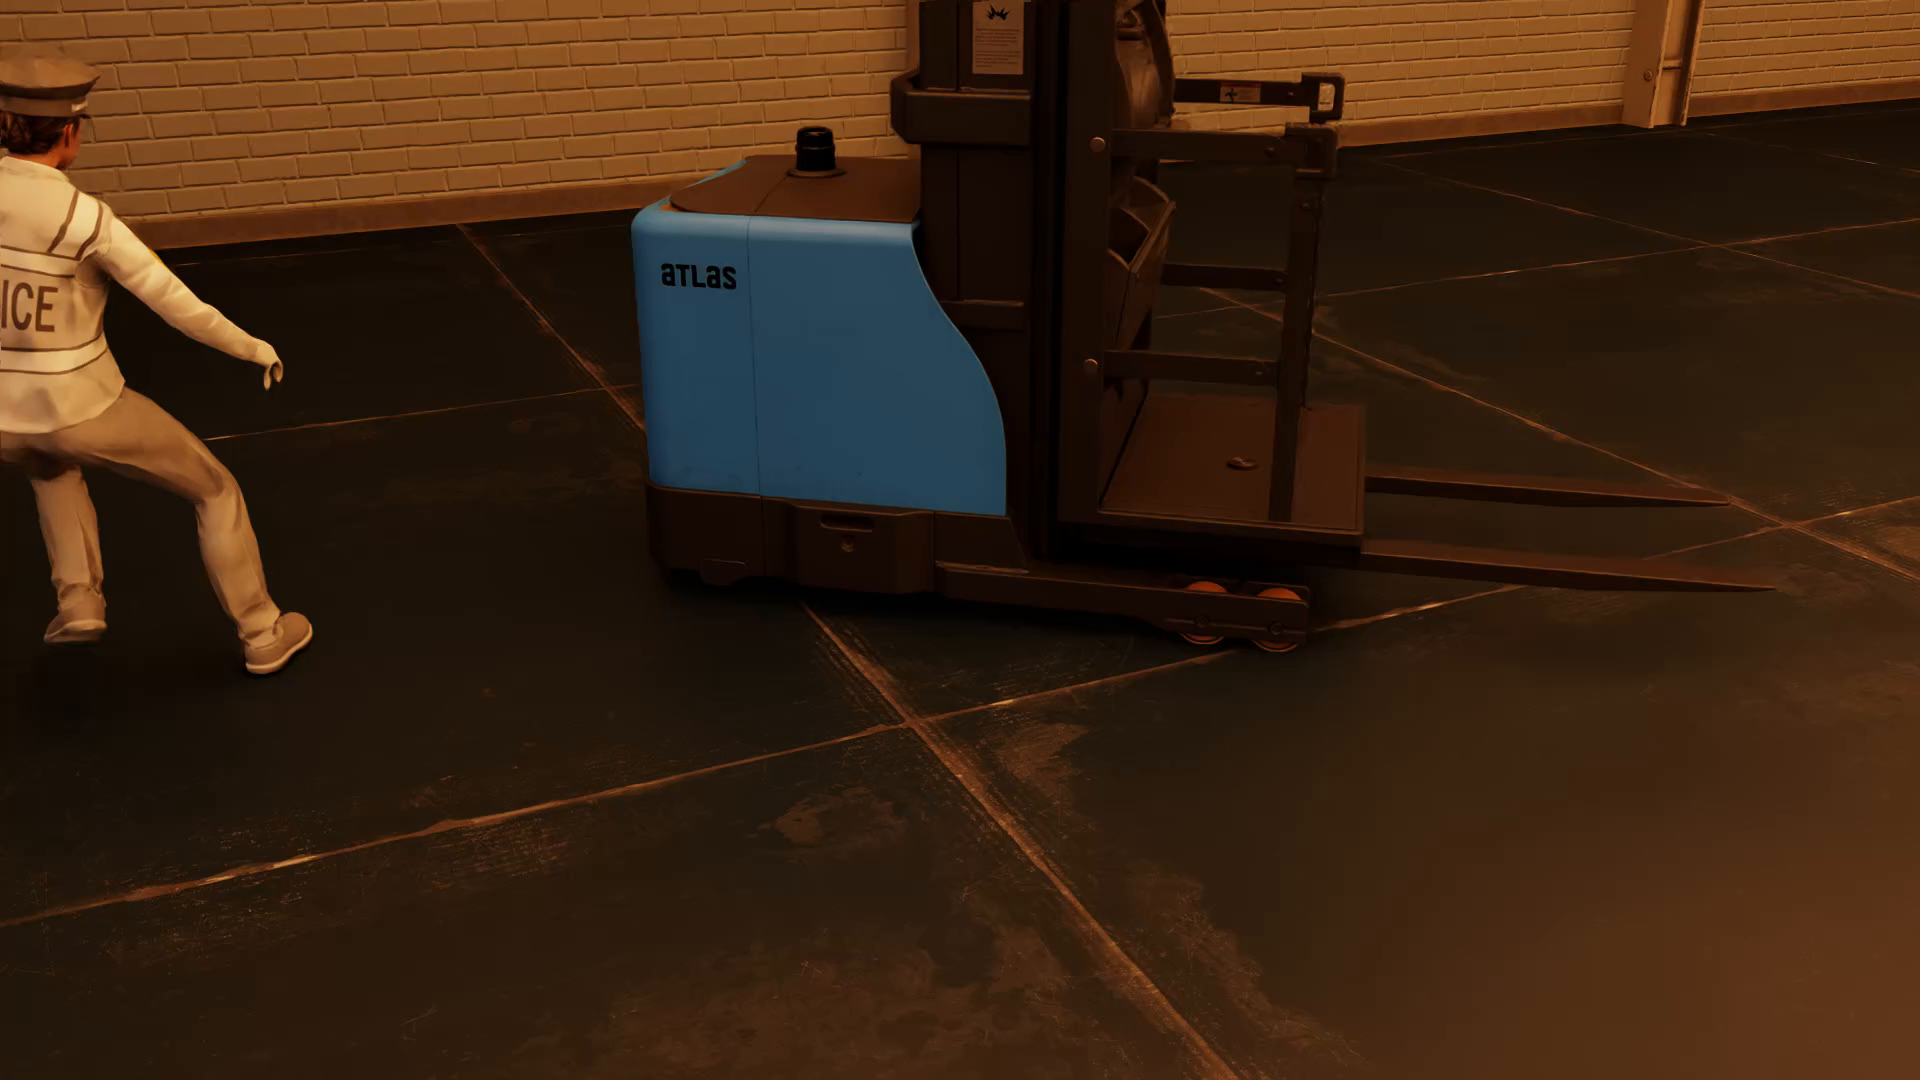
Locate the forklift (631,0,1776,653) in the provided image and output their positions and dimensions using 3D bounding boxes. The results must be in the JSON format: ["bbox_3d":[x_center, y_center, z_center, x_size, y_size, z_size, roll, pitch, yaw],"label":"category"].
[{"bbox_3d":[0.678,-1.281,4.369,3.031,2.935,1.130,5,23,12],"label":"forklift"}]

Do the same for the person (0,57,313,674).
[{"bbox_3d":[-2.091,-0.387,4.028,0.724,1.532,0.572,0,23,-1],"label":"person"}]
